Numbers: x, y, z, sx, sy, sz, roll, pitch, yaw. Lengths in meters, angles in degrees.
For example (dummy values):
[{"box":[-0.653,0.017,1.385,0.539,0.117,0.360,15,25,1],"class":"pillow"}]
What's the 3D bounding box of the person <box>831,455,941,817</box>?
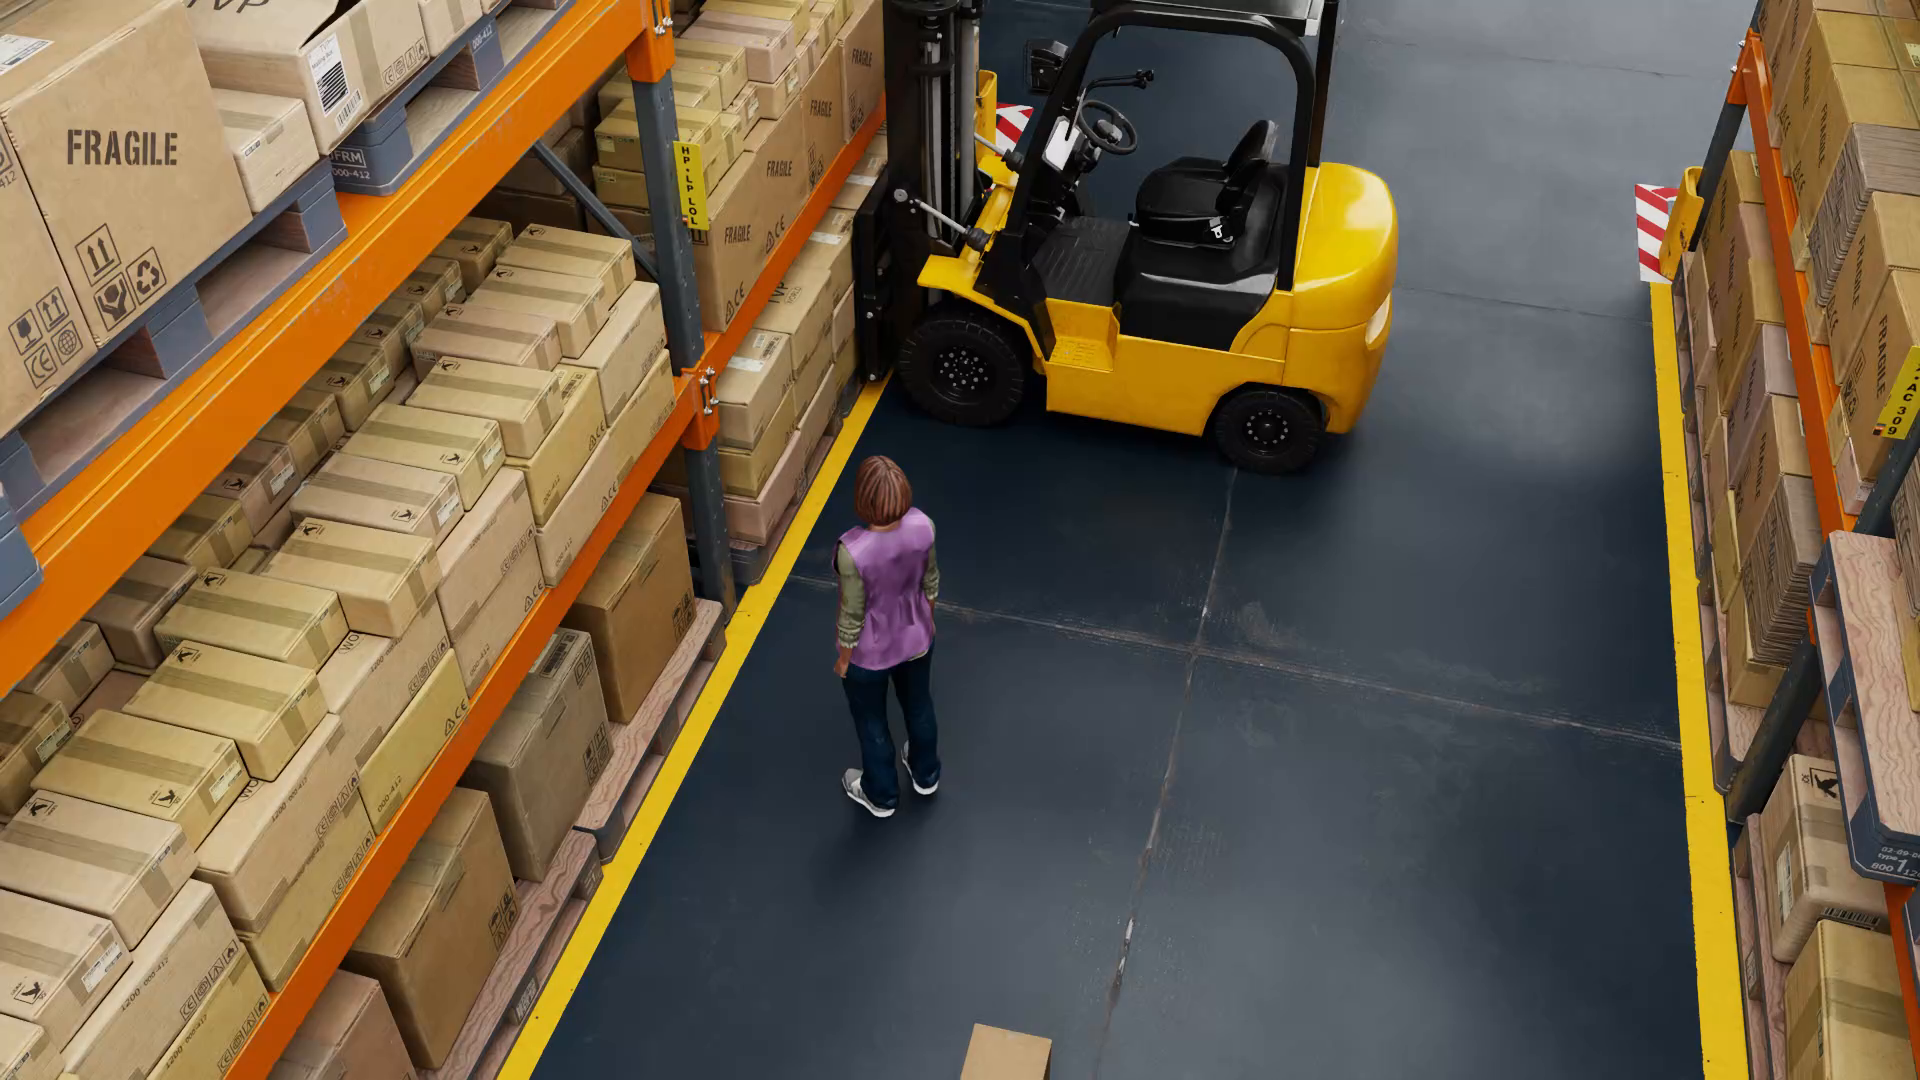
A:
[{"box":[-0.255,0.347,5.770,0.403,1.604,0.308,-23,47,-24],"class":"person"}]
